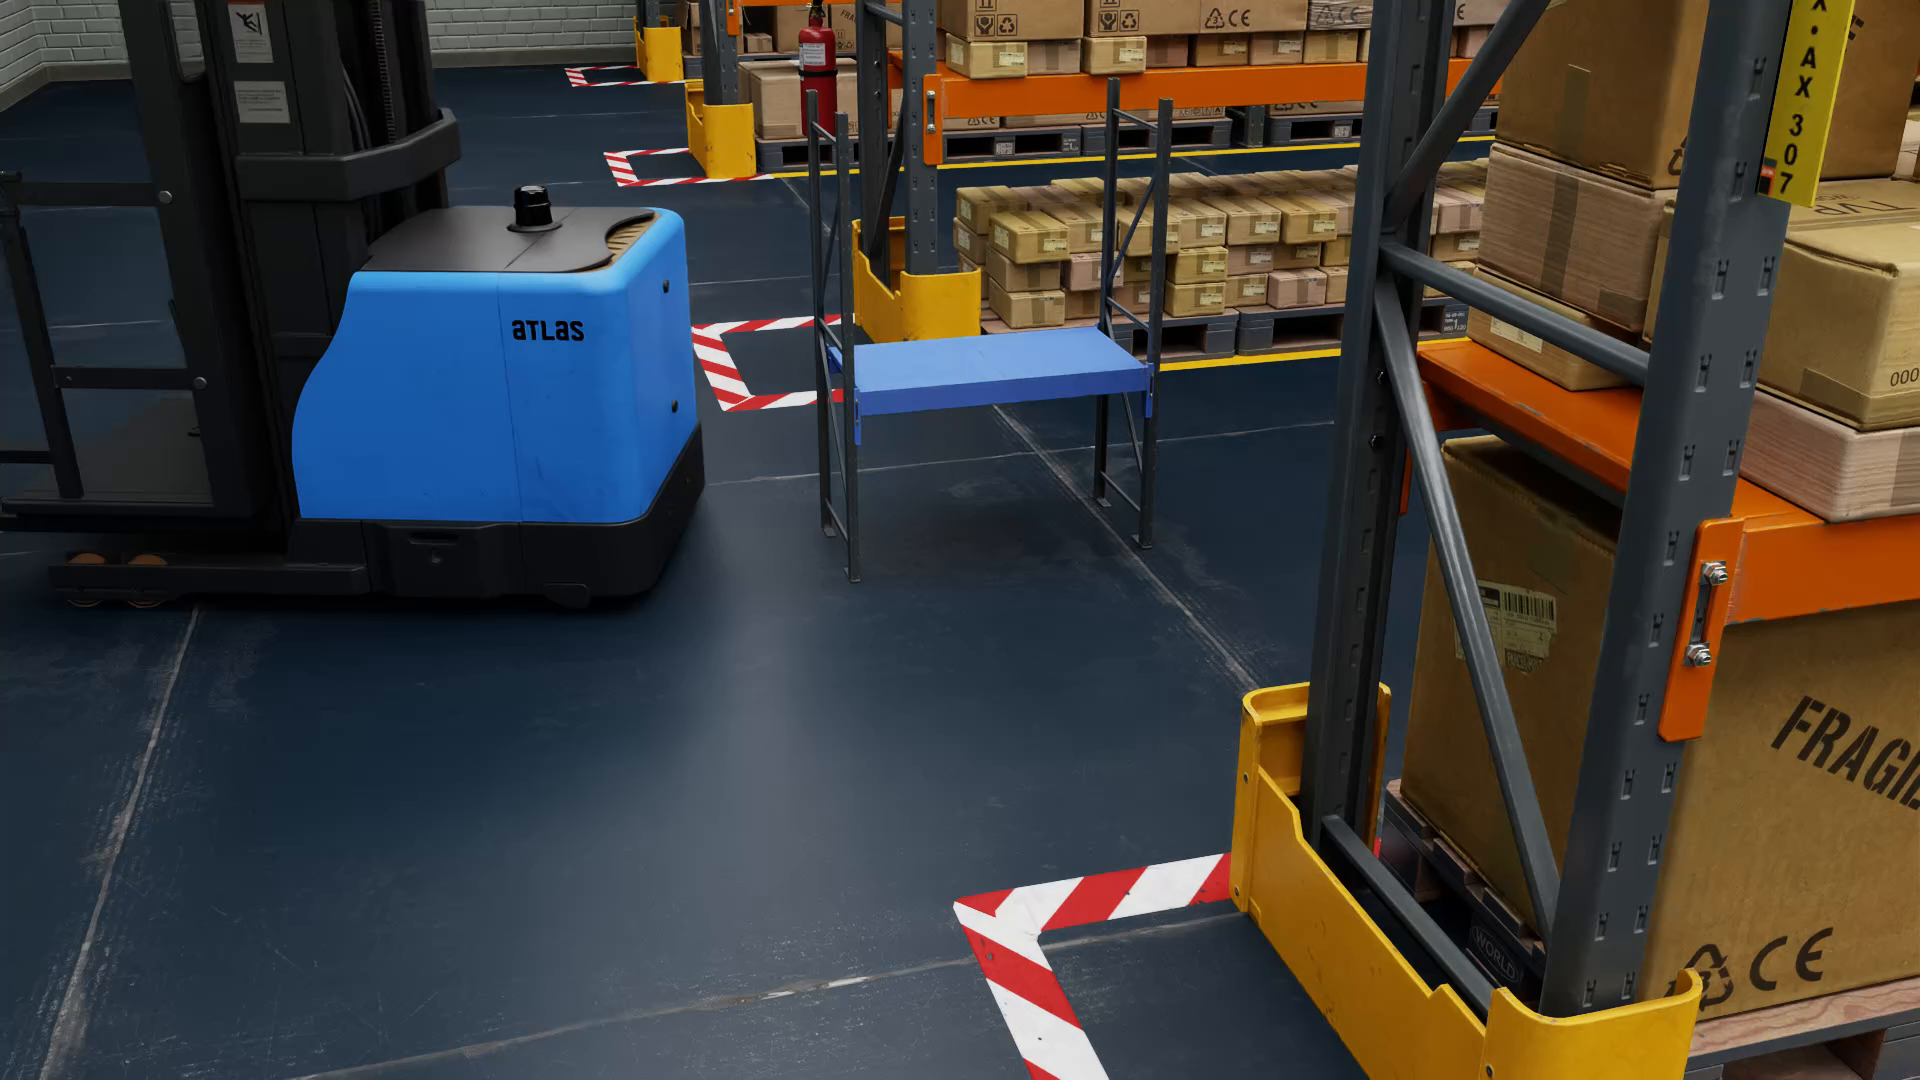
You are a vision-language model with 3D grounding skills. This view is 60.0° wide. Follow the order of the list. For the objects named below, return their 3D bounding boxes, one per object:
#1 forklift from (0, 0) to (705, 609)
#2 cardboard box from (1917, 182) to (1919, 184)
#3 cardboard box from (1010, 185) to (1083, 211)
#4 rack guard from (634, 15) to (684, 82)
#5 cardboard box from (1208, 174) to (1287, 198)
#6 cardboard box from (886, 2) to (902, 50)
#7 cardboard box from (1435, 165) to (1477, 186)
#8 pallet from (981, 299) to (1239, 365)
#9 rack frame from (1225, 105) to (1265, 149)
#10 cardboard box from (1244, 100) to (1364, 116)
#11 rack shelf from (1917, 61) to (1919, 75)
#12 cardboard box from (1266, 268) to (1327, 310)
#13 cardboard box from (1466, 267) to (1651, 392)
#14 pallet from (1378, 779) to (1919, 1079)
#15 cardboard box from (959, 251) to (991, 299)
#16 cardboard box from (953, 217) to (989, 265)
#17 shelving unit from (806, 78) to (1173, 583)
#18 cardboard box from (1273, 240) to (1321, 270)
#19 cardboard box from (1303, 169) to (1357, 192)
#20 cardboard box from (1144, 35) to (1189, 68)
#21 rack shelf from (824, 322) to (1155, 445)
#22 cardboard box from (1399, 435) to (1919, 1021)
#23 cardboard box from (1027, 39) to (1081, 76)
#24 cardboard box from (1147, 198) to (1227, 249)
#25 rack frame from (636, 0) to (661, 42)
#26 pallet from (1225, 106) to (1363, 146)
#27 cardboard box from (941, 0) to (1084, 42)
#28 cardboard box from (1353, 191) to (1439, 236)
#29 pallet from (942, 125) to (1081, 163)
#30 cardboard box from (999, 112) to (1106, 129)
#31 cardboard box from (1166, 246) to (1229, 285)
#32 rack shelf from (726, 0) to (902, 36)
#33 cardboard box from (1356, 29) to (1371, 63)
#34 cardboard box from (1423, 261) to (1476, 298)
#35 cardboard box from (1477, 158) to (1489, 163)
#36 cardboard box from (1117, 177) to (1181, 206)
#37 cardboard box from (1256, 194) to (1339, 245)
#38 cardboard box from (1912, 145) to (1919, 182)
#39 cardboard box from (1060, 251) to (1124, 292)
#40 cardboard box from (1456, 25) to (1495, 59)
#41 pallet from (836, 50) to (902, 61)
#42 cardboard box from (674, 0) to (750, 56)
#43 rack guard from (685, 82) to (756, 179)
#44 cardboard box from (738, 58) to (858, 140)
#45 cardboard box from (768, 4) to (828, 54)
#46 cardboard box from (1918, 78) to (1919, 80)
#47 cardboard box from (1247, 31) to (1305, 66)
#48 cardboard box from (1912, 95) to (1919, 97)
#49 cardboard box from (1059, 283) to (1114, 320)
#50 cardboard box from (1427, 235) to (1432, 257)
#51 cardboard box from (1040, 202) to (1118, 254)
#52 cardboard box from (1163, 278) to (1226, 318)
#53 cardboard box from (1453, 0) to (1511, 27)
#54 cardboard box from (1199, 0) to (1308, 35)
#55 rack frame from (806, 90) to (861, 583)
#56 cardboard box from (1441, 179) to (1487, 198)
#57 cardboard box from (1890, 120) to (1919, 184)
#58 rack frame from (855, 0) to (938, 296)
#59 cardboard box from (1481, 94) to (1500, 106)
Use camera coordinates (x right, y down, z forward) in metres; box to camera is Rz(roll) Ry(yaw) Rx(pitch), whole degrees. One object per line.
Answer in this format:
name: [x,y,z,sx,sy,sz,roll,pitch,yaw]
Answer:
forklift: [-2.457,-1.338,5.150,3.031,2.935,1.130,1,23,2]
cardboard box: [1.986,-0.452,2.813,0.500,0.250,0.500,-7,24,-15]
cardboard box: [0.409,-1.586,7.970,0.250,0.149,0.380,-6,24,-13]
rack guard: [-2.995,-4.884,16.498,0.348,0.500,1.175,-6,24,-14]
cardboard box: [1.418,-1.701,8.238,0.250,0.149,0.380,-7,24,-16]
cardboard box: [-0.621,-5.285,16.900,0.500,0.500,0.700,-7,24,-16]
cardboard box: [2.418,-1.807,8.486,0.250,0.149,0.380,-7,24,-16]
pallet: [0.575,-1.072,7.980,1.213,0.211,1.003,-6,24,-14]
rack frame: [2.127,-4.566,12.588,0.127,3.000,1.000,-6,24,-14]
cardboard box: [2.702,-3.879,13.149,0.875,0.875,0.875,-6,24,-13]
rack shelf: [5.487,-2.580,8.872,4.000,0.370,1.077,-6,24,-14]
cardboard box: [1.527,-1.219,7.871,0.250,0.149,0.380,-8,24,-17]
cardboard box: [1.207,-0.425,3.256,0.250,0.149,0.380,-6,24,-13]
pallet: [1.701,0.789,3.644,1.213,0.211,1.003,-6,24,-14]
cardboard box: [0.161,-1.290,8.035,0.250,0.149,0.380,-6,24,-13]
cardboard box: [0.141,-1.456,8.045,0.250,0.149,0.380,-7,24,-16]
shelving unit: [0.082,-0.698,5.475,1.048,1.500,0.538,-6,24,-14]
cardboard box: [1.531,-1.412,7.943,0.250,0.149,0.380,-5,24,-12]
cardboard box: [1.910,-1.751,8.355,0.250,0.149,0.380,-7,24,-17]
cardboard box: [0.831,-2.197,7.385,0.250,0.149,0.380,-5,24,-12]
rack shelf: [0.082,-0.533,5.546,1.000,0.185,0.538,-6,24,-14]
cardboard box: [1.547,0.307,3.393,0.875,0.875,0.875,-6,24,-14]
cardboard box: [0.345,-2.109,7.180,0.250,0.149,0.380,-5,24,-12]
cardboard box: [1.033,-1.466,7.691,0.250,0.149,0.380,-8,24,-17]
rack frame: [-3.069,-6.024,15.986,0.127,3.000,1.000,-6,24,-14]
pallet: [2.850,-3.396,13.396,1.213,0.211,1.003,-6,24,-14]
cardboard box: [0.217,-2.397,7.029,0.500,0.500,0.500,-5,24,-12]
cardboard box: [2.053,-1.551,7.888,0.250,0.149,0.380,-7,24,-16]
pallet: [0.197,-3.102,12.712,1.213,0.211,1.003,-6,24,-14]
cardboard box: [0.632,-3.460,12.727,0.875,0.438,0.875,-7,24,-16]
cardboard box: [1.051,-1.303,7.689,0.250,0.149,0.380,-6,24,-13]
rack shelf: [0.201,-4.023,12.234,4.000,0.370,1.077,-6,24,-14]
cardboard box: [1.864,-2.269,7.553,0.250,0.149,0.380,-6,24,-13]
cardboard box: [2.279,-1.299,8.057,0.250,0.149,0.380,-6,24,-14]
cardboard box: [2.893,-1.889,8.677,0.250,0.149,0.380,-5,24,-12]
cardboard box: [0.890,-1.665,8.155,0.250,0.149,0.380,-7,24,-16]
cardboard box: [1.568,-1.503,7.776,0.250,0.149,0.380,-6,24,-14]
cardboard box: [1.969,-0.792,2.654,0.500,0.500,0.500,-7,24,-16]
cardboard box: [0.563,-1.257,7.582,0.250,0.149,0.380,-6,24,-15]
cardboard box: [2.349,-2.330,7.695,0.250,0.149,0.380,-7,24,-17]
pallet: [-1.056,-4.965,17.053,1.213,0.211,1.003,-6,24,-14]
cardboard box: [-2.454,-5.099,16.464,0.637,0.503,0.797,-7,24,-16]
rack guard: [-1.747,-2.989,12.082,0.348,0.500,1.175,-6,24,-14]
cardboard box: [-1.116,-3.264,12.270,0.875,0.438,0.875,-7,24,-16]
cardboard box: [-1.621,-5.174,16.642,0.500,0.500,0.700,-5,24,-12]
cardboard box: [5.715,-2.429,9.294,0.500,0.250,0.500,-6,24,-14]
cardboard box: [1.344,-2.232,7.467,0.250,0.149,0.380,-7,24,-15]
cardboard box: [5.349,-2.175,8.702,0.500,0.250,0.500,-5,24,-12]
cardboard box: [0.531,-1.148,7.704,0.250,0.149,0.380,-6,24,-15]
cardboard box: [2.062,-1.450,8.030,0.250,0.149,0.380,-7,24,-17]
cardboard box: [0.539,-1.430,7.607,0.250,0.149,0.380,-6,24,-13]
cardboard box: [1.044,-1.163,7.738,0.250,0.149,0.380,-6,24,-14]
cardboard box: [2.193,-2.614,7.535,0.500,0.500,0.500,-6,24,-15]
cardboard box: [1.201,-2.511,7.295,0.500,0.500,0.500,-6,24,-14]
rack frame: [-0.407,-0.644,5.349,0.032,1.500,0.500,-6,24,-14]
cardboard box: [2.545,-1.648,8.115,0.250,0.149,0.380,-6,24,-13]
cardboard box: [1.836,-0.652,3.278,0.500,0.250,0.500,-7,24,-15]
rack frame: [-0.290,-2.272,7.241,0.127,3.000,1.000,-6,24,-14]
cardboard box: [4.431,-4.074,13.602,0.875,0.875,0.875,-6,24,-14]
